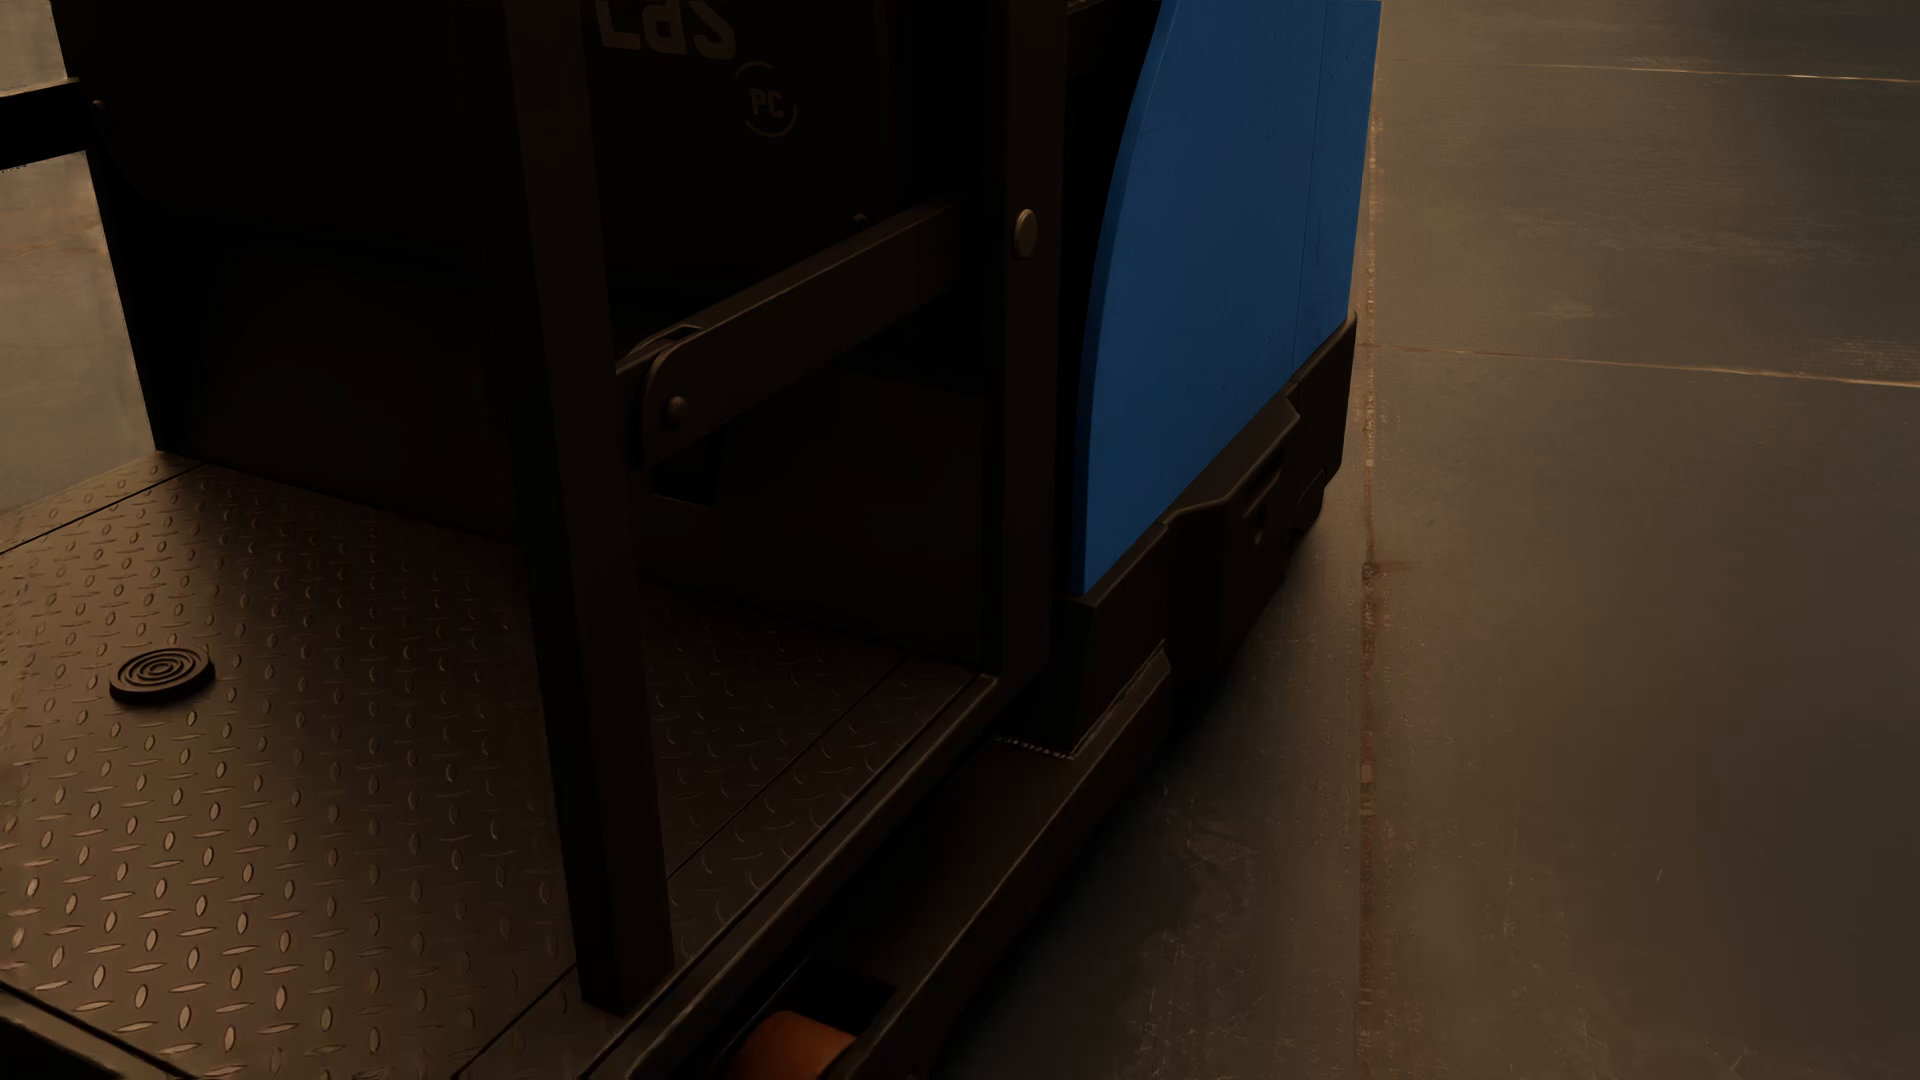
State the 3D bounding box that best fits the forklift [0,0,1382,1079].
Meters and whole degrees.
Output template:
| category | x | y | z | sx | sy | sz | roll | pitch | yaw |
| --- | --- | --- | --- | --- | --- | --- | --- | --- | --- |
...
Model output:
| category | x | y | z | sx | sy | sz | roll | pitch | yaw |
| --- | --- | --- | --- | --- | --- | --- | --- | --- | --- |
| forklift | -0.537 | -0.898 | 1.027 | 1.130 | 2.935 | 3.031 | 13 | 30 | 24 |
